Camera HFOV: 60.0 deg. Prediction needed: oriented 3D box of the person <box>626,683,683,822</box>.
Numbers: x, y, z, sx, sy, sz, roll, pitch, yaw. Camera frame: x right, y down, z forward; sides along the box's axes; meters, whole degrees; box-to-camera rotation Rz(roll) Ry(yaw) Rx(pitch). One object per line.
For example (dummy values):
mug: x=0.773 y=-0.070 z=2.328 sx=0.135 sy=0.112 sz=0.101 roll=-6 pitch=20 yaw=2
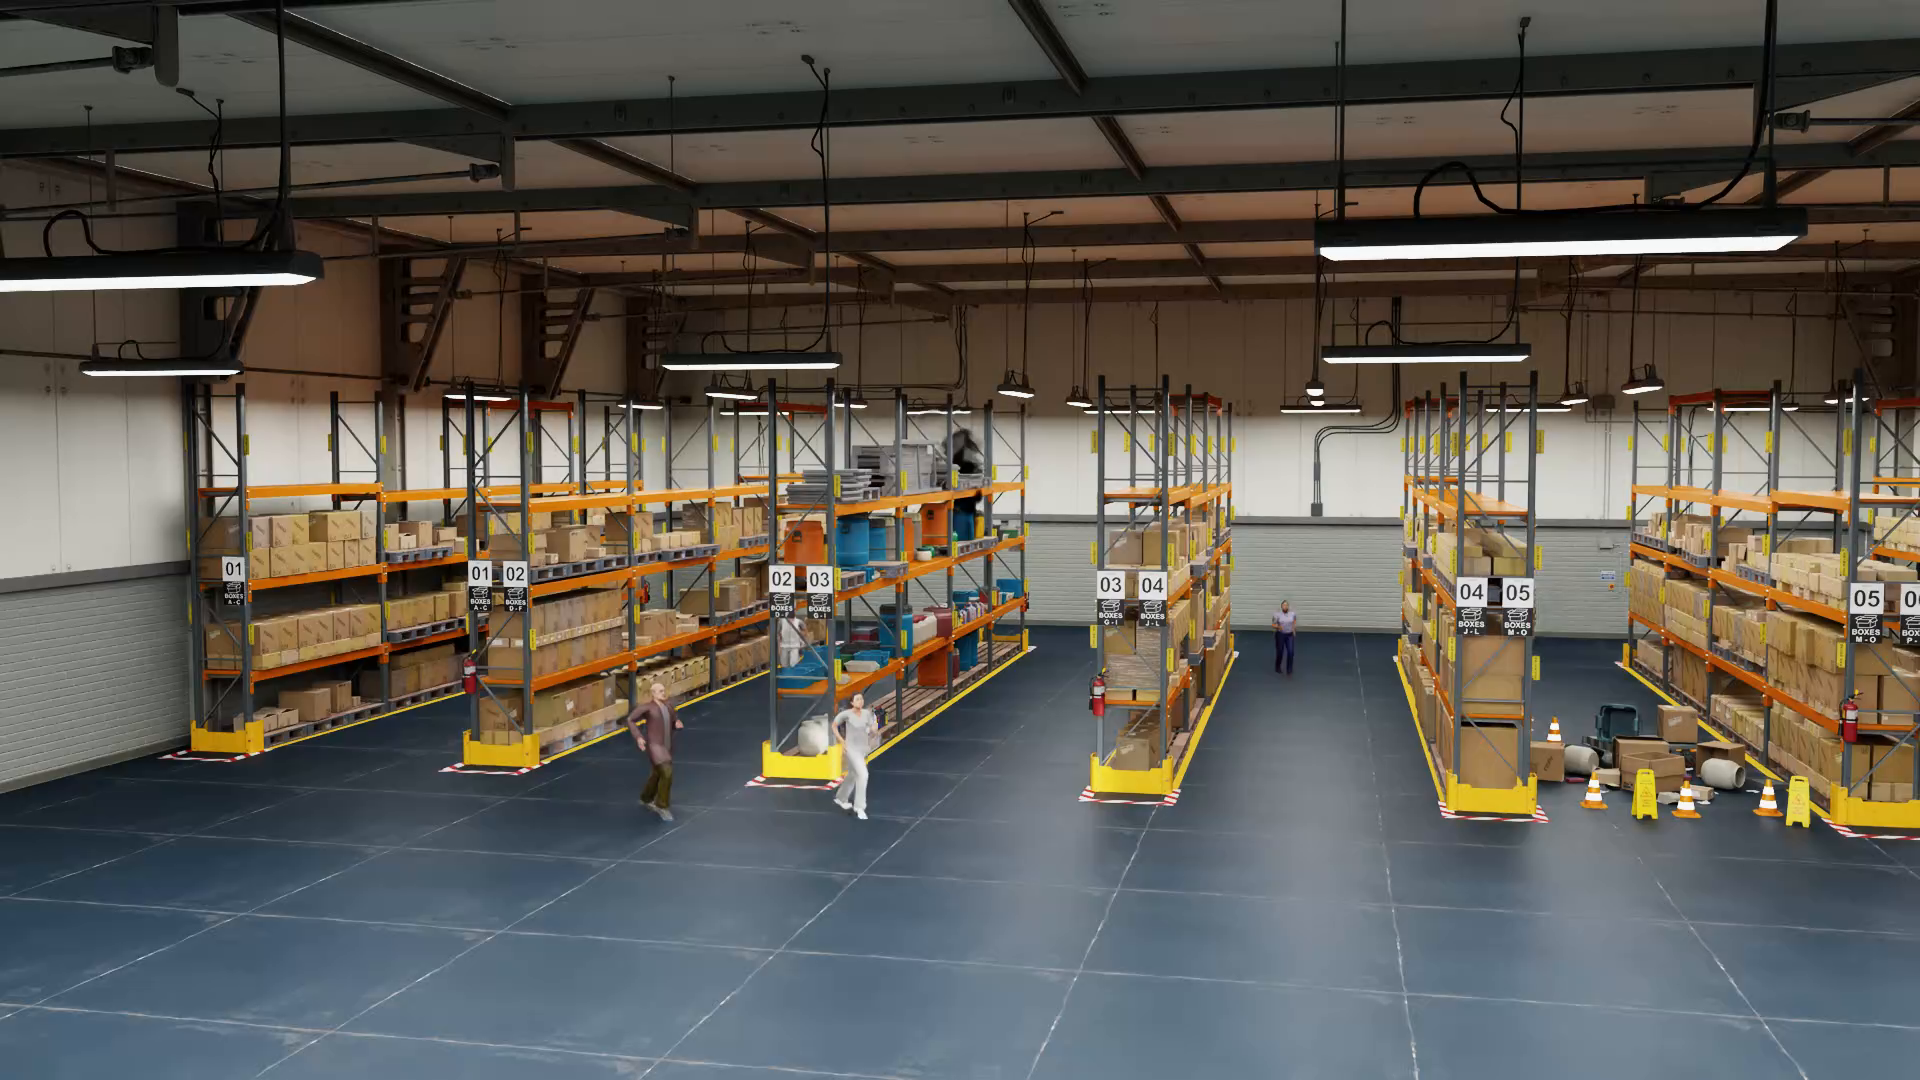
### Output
person: x=-4.049 y=2.840 z=22.327 sx=0.838 sy=1.849 sz=0.669 roll=2 pitch=4 yaw=29

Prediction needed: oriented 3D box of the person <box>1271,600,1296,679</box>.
person: x=7.007 y=2.137 z=35.966 sx=0.567 sy=1.666 sz=0.875 roll=0 pitch=3 yaw=3

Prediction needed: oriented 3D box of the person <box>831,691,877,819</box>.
person: x=-1.414 y=2.892 z=22.512 sx=0.757 sy=1.731 sz=0.538 roll=3 pitch=5 yaw=45

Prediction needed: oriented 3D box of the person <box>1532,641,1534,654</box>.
person: x=13.222 y=1.925 z=39.237 sx=0.635 sy=1.681 sz=0.683 roll=1 pitch=3 yaw=20

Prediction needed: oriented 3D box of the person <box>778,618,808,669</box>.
person: x=-3.424 y=2.196 z=33.649 sx=0.656 sy=1.772 sz=0.878 roll=0 pitch=3 yaw=-1
